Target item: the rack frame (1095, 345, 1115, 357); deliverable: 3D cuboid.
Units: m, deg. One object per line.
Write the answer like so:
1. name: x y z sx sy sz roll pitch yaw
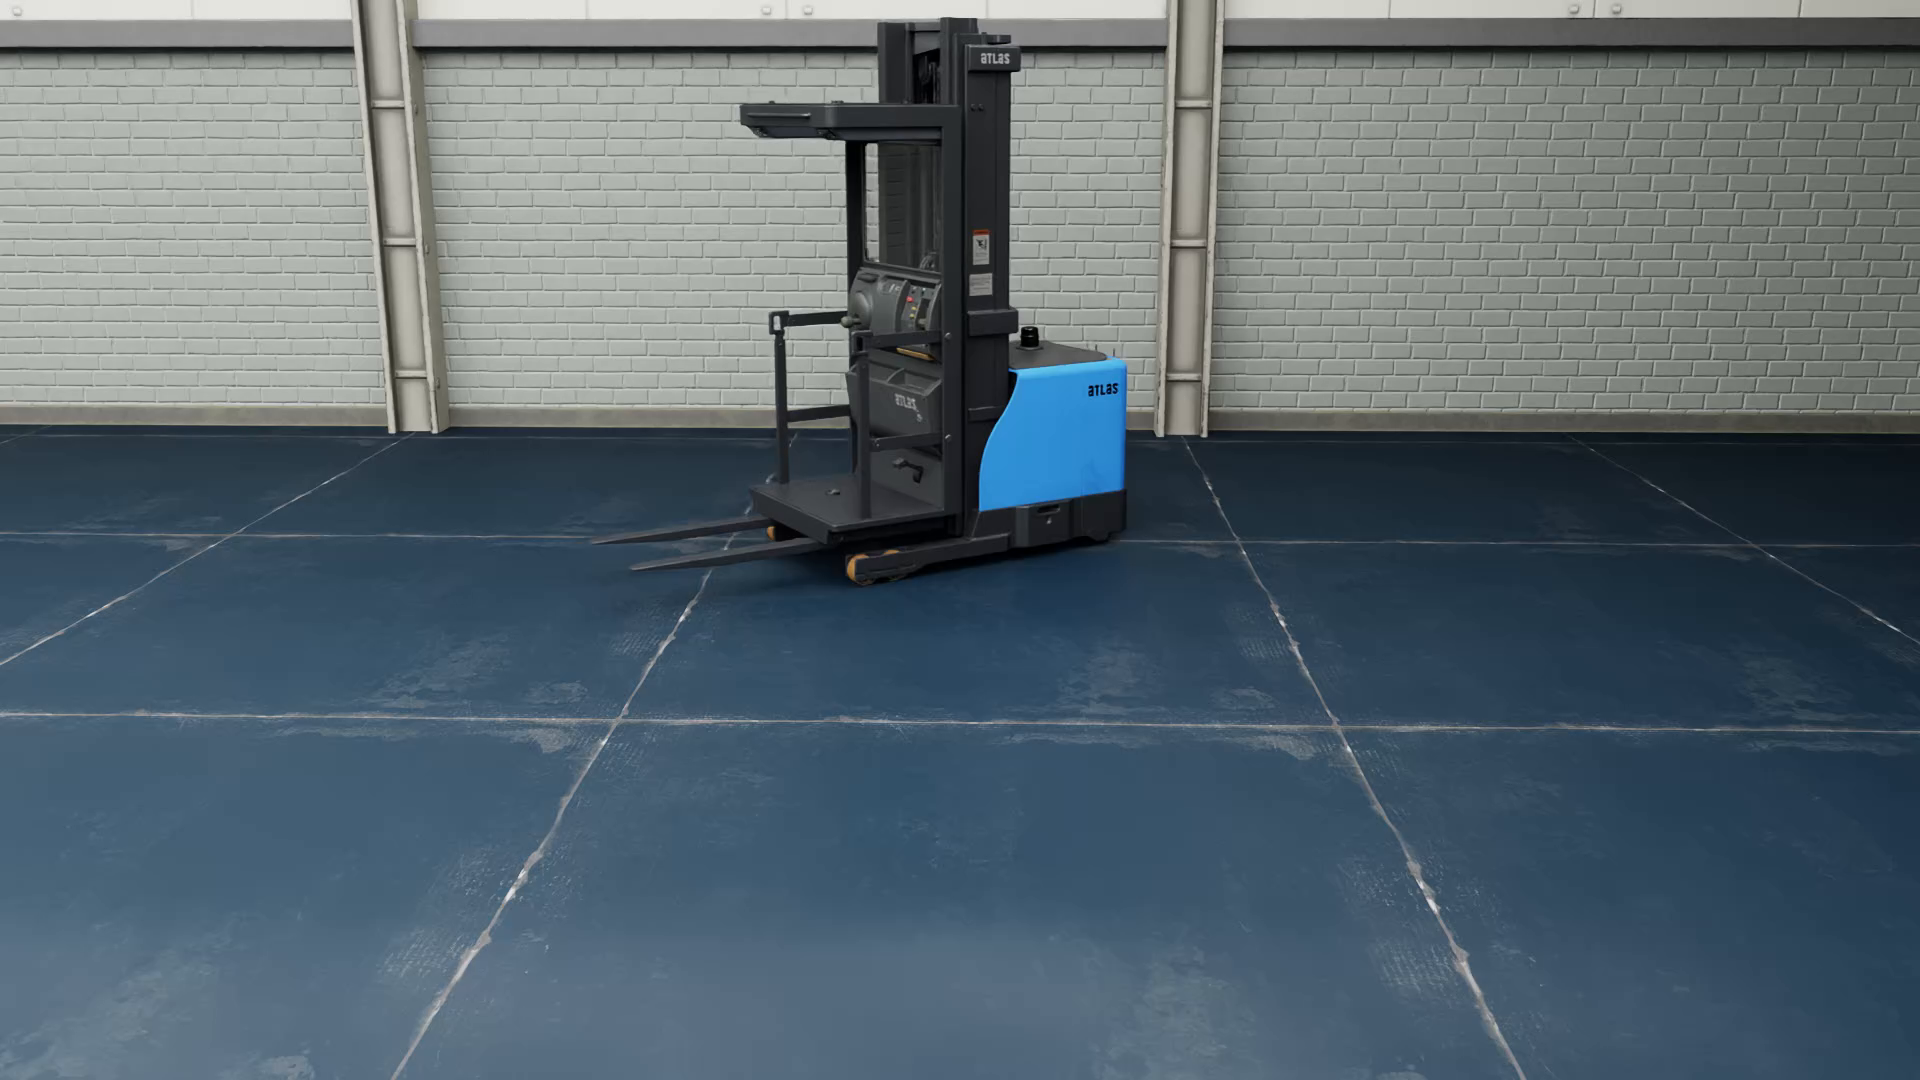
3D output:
1. rack frame: 0.895 -0.683 10.371 0.008 1.050 0.200 -9 17 -31

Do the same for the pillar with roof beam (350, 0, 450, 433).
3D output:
1. pillar with roof beam: -4.383 -4.129 7.849 0.400 9.000 9.100 0 15 1

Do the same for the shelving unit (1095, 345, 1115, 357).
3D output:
1. shelving unit: 0.791 -0.667 10.310 0.252 1.050 0.215 -9 17 -31

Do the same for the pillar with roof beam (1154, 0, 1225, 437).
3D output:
1. pillar with roof beam: 1.615 -4.090 7.701 0.400 9.000 9.100 0 15 1

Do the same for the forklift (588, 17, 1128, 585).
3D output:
1. forklift: -0.542 -1.327 9.124 3.031 2.935 1.130 -9 17 -31
